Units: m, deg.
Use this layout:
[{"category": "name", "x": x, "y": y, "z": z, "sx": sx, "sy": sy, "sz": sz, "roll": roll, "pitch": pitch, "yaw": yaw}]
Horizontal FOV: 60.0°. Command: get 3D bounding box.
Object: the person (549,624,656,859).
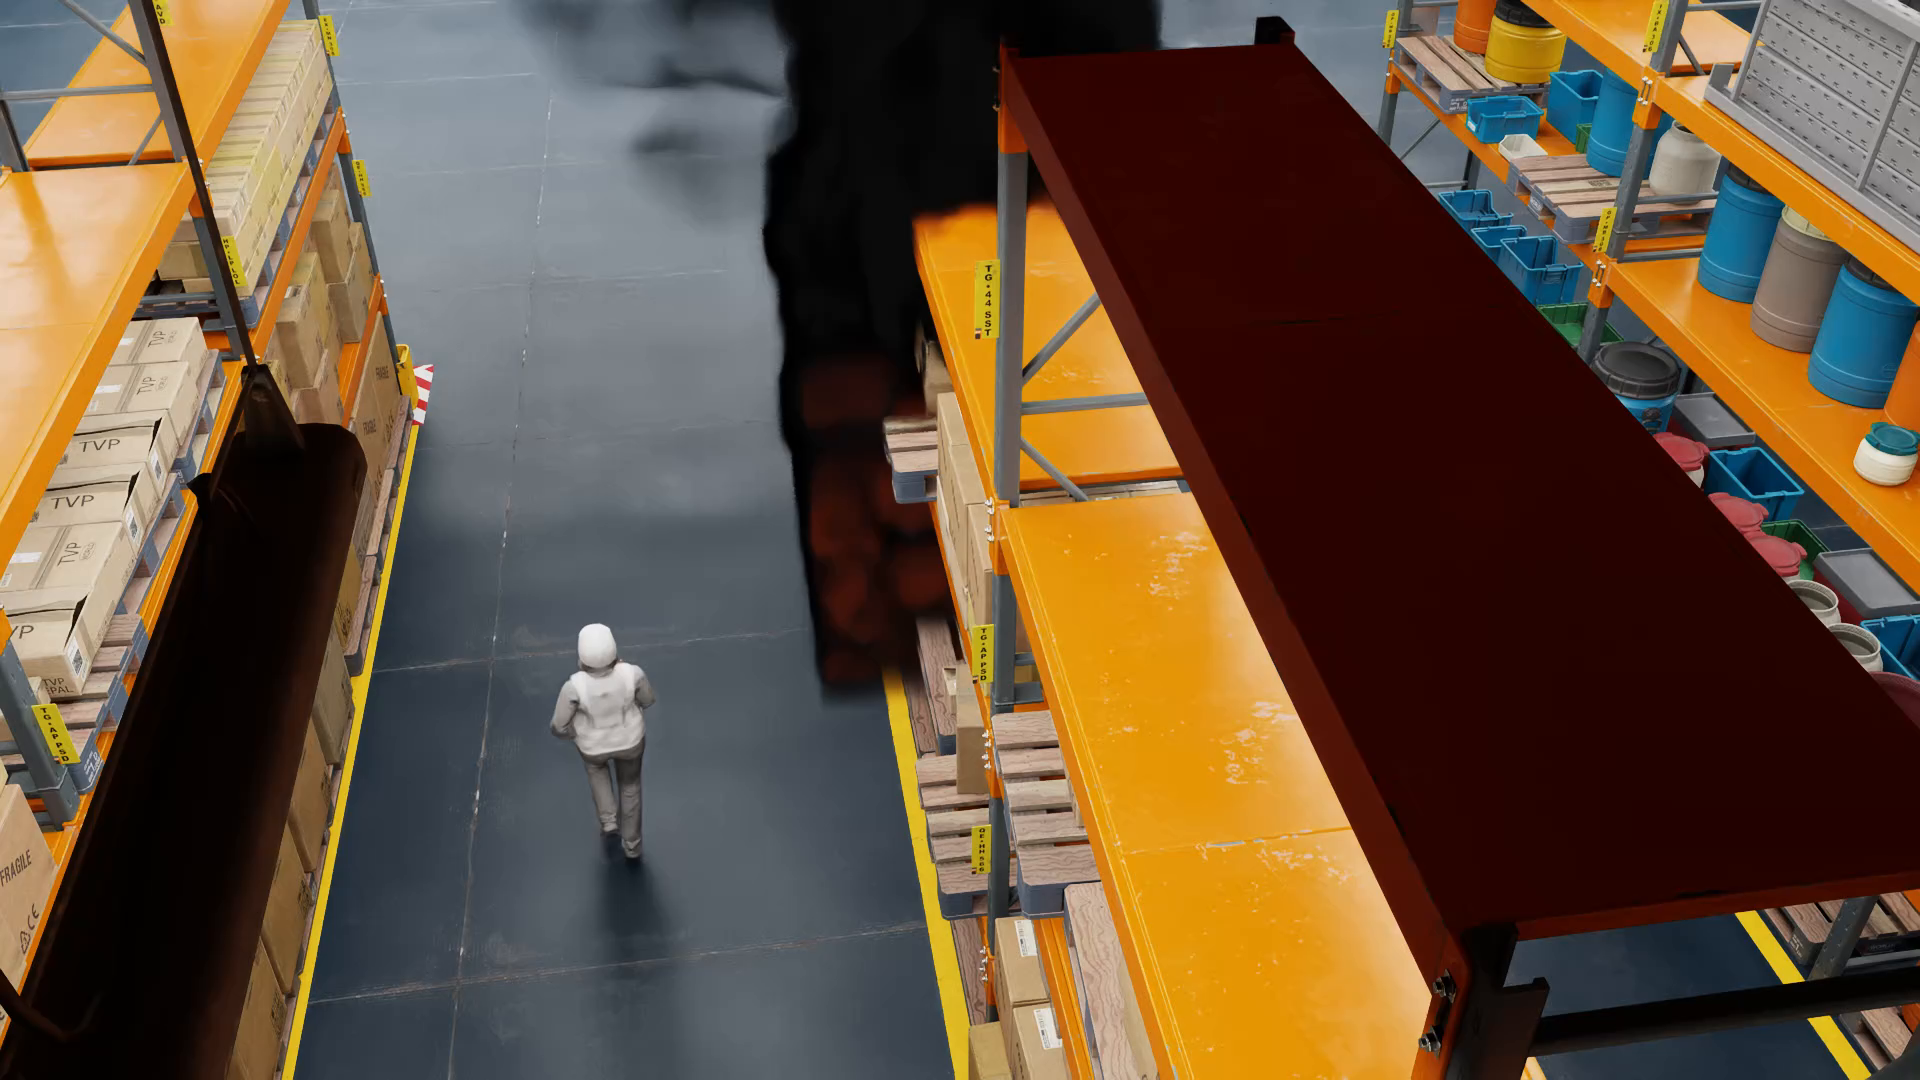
[{"category": "person", "x": -2.194, "y": 1.194, "z": 10.353, "sx": 0.641, "sy": 1.772, "sz": 0.651, "roll": -8, "pitch": 37, "yaw": -11}]
